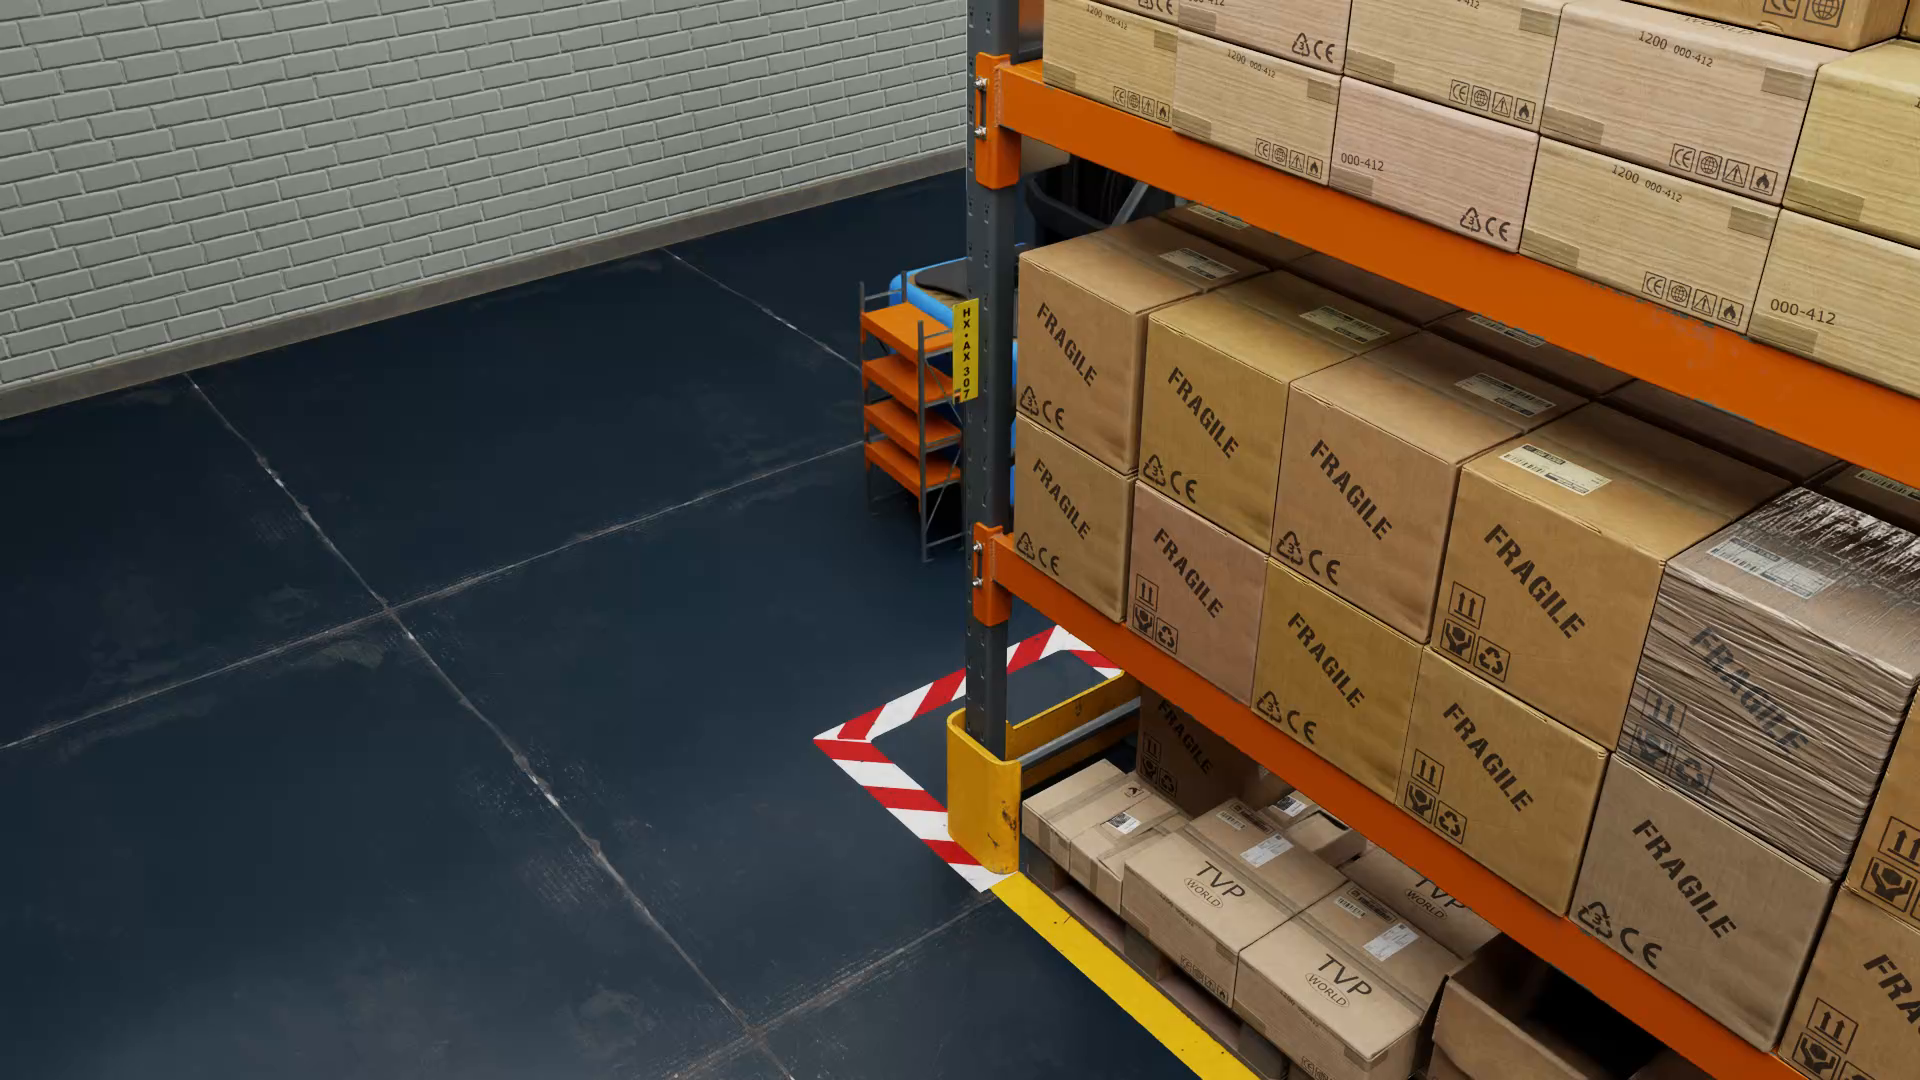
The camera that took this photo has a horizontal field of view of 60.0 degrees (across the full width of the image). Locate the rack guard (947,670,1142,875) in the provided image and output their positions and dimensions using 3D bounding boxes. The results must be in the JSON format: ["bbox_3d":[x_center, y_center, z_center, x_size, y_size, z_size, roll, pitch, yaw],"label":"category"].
[{"bbox_3d":[0.495,0.720,6.117,1.175,0.500,0.348,-22,38,-31],"label":"rack guard"}]

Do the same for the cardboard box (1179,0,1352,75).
[{"bbox_3d":[0.859,-1.288,3.805,0.500,0.250,0.500,-22,38,-31],"label":"cardboard box"}]

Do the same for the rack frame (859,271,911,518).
[{"bbox_3d":[-0.341,-0.653,7.664,0.240,1.200,0.015,-19,37,-28],"label":"rack frame"}]

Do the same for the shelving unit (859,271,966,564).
[{"bbox_3d":[-0.207,-0.546,7.491,0.258,1.200,0.503,-19,37,-28],"label":"shelving unit"}]

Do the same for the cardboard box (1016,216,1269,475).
[{"bbox_3d":[0.512,-0.571,4.783,0.500,0.500,0.500,-21,38,-30],"label":"cardboard box"}]

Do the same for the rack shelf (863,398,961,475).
[{"bbox_3d":[-0.207,-0.489,7.527,0.258,0.148,0.480,-19,37,-28],"label":"rack shelf"}]

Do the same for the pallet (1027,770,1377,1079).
[{"bbox_3d":[0.985,1.175,5.659,1.003,0.211,1.213,-22,38,-31],"label":"pallet"}]

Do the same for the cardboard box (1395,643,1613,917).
[{"bbox_3d":[1.444,0.486,4.029,0.500,0.500,0.500,-22,38,-31],"label":"cardboard box"}]

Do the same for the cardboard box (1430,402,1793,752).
[{"bbox_3d":[1.454,0.066,3.758,0.500,0.500,0.500,-23,38,-32],"label":"cardboard box"}]

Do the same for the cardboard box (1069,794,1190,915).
[{"bbox_3d":[0.587,1.033,5.512,0.380,0.166,0.250,-22,38,-31],"label":"cardboard box"}]

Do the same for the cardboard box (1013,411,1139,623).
[{"bbox_3d":[0.512,-0.146,5.047,0.500,0.500,0.500,-21,38,-30],"label":"cardboard box"}]

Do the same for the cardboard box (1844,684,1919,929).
[{"bbox_3d":[2.071,0.487,3.081,0.500,0.500,0.500,-23,39,-32],"label":"cardboard box"}]

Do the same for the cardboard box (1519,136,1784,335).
[{"bbox_3d":[1.479,-0.661,3.271,0.500,0.250,0.500,-22,38,-31],"label":"cardboard box"}]

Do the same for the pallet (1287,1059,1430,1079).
[{"bbox_3d":[1.729,1.683,4.841,1.003,0.211,1.213,-22,38,-31],"label":"pallet"}]

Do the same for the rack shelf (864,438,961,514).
[{"bbox_3d":[-0.207,-0.320,7.632,0.258,0.148,0.480,-19,37,-28],"label":"rack shelf"}]

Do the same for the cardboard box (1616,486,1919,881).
[{"bbox_3d":[1.762,0.276,3.419,0.500,0.500,0.500,-22,38,-31],"label":"cardboard box"}]

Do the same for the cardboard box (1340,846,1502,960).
[{"bbox_3d":[1.535,1.160,5.228,0.500,0.250,0.500,-22,38,-31],"label":"cardboard box"}]

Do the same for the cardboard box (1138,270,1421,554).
[{"bbox_3d":[0.839,-0.355,4.437,0.500,0.500,0.500,-22,38,-31],"label":"cardboard box"}]

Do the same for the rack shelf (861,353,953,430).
[{"bbox_3d":[-0.207,-0.679,7.409,0.258,0.148,0.480,-19,37,-28],"label":"rack shelf"}]

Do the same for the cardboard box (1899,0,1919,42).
[{"bbox_3d":[2.067,-1.099,2.791,0.700,0.500,0.500,-22,38,-31],"label":"cardboard box"}]

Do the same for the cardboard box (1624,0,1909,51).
[{"bbox_3d":[1.640,-1.258,3.047,0.700,0.500,0.500,-22,38,-31],"label":"cardboard box"}]

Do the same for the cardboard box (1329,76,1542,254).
[{"bbox_3d":[1.167,-0.867,3.603,0.500,0.250,0.500,-22,38,-31],"label":"cardboard box"}]

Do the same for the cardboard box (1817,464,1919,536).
[{"bbox_3d":[2.203,0.109,3.688,0.500,0.500,0.500,-24,39,-33],"label":"cardboard box"}]

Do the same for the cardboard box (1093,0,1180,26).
[{"bbox_3d":[0.558,-1.498,4.145,0.500,0.250,0.500,-22,38,-31],"label":"cardboard box"}]

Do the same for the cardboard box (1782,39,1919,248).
[{"bbox_3d":[1.780,-0.663,2.800,0.500,0.250,0.500,-22,38,-31],"label":"cardboard box"}]

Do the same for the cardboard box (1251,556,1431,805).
[{"bbox_3d":[1.138,0.278,4.365,0.500,0.500,0.500,-22,38,-32],"label":"cardboard box"}]

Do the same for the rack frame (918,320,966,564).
[{"bbox_3d":[-0.073,-0.438,7.318,0.240,1.200,0.015,-19,37,-28],"label":"rack frame"}]

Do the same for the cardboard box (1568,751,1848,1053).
[{"bbox_3d":[1.758,0.698,3.689,0.500,0.500,0.500,-21,38,-30],"label":"cardboard box"}]

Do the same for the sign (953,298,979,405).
[{"bbox_3d":[0.020,-0.566,4.997,0.100,0.325,0.005,-22,38,-31],"label":"sign"}]

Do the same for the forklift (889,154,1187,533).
[{"bbox_3d":[1.171,-1.772,7.826,3.031,2.935,1.130,-19,37,-28],"label":"forklift"}]

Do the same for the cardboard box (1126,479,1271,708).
[{"bbox_3d":[0.833,0.067,4.704,0.500,0.500,0.500,-23,38,-32],"label":"cardboard box"}]

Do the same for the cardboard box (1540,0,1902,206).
[{"bbox_3d":[1.474,-0.872,3.136,0.500,0.250,0.500,-22,38,-31],"label":"cardboard box"}]

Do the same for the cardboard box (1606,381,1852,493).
[{"bbox_3d":[1.886,-0.105,4.034,0.500,0.500,0.500,-21,38,-30],"label":"cardboard box"}]

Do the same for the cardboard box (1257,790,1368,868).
[{"bbox_3d":[1.154,0.988,5.585,0.380,0.166,0.250,-22,38,-31],"label":"cardboard box"}]

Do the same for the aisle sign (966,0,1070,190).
[{"bbox_3d":[0.175,-1.411,4.716,0.394,0.787,0.004,-22,38,-31],"label":"aisle sign"}]

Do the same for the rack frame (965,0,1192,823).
[{"bbox_3d":[0.449,-0.374,5.509,1.000,3.000,0.127,-22,38,-31],"label":"rack frame"}]

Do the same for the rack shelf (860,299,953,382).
[{"bbox_3d":[-0.207,-0.879,7.284,0.258,0.148,0.480,-19,37,-28],"label":"rack shelf"}]

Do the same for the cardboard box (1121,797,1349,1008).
[{"bbox_3d":[0.865,1.134,5.270,0.500,0.250,0.500,-22,38,-31],"label":"cardboard box"}]

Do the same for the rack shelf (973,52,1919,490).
[{"bbox_3d":[1.675,-0.509,3.565,1.077,0.370,4.000,-22,38,-31],"label":"rack shelf"}]

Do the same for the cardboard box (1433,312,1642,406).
[{"bbox_3d":[1.571,-0.320,4.379,0.500,0.500,0.500,-21,38,-30],"label":"cardboard box"}]

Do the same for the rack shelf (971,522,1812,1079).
[{"bbox_3d":[1.675,0.765,4.356,1.077,0.370,4.000,-22,38,-31],"label":"rack shelf"}]

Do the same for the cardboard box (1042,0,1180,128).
[{"bbox_3d":[0.563,-1.288,4.280,0.500,0.250,0.500,-22,38,-31],"label":"cardboard box"}]

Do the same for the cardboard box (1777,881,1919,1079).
[{"bbox_3d":[2.075,0.911,3.345,0.500,0.500,0.500,-21,38,-30],"label":"cardboard box"}]

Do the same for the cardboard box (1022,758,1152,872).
[{"bbox_3d":[0.434,0.936,5.685,0.380,0.149,0.250,-22,38,-31],"label":"cardboard box"}]

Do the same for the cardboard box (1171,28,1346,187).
[{"bbox_3d":[0.859,-1.075,3.937,0.500,0.250,0.500,-22,38,-31],"label":"cardboard box"}]

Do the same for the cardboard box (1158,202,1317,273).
[{"bbox_3d":[0.939,-0.744,5.063,0.500,0.500,0.500,-23,38,-32],"label":"cardboard box"}]

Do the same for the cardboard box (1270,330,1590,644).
[{"bbox_3d":[1.142,-0.145,4.098,0.500,0.500,0.500,-22,38,-31],"label":"cardboard box"}]

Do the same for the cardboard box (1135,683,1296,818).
[{"bbox_3d":[0.977,0.648,5.816,0.500,0.500,0.500,-22,38,-31],"label":"cardboard box"}]

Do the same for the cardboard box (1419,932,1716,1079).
[{"bbox_3d":[1.745,1.386,4.625,0.797,0.503,0.637,-22,38,-31],"label":"cardboard box"}]

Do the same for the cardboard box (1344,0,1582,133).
[{"bbox_3d":[1.171,-1.081,3.473,0.500,0.250,0.500,-22,38,-31],"label":"cardboard box"}]

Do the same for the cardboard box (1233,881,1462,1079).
[{"bbox_3d":[1.171,1.343,4.934,0.500,0.250,0.500,-22,38,-31],"label":"cardboard box"}]

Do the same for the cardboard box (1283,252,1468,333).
[{"bbox_3d":[1.249,-0.534,4.724,0.500,0.500,0.500,-21,38,-30],"label":"cardboard box"}]

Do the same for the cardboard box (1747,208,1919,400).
[{"bbox_3d":[1.782,-0.451,2.933,0.500,0.250,0.500,-22,38,-31],"label":"cardboard box"}]
